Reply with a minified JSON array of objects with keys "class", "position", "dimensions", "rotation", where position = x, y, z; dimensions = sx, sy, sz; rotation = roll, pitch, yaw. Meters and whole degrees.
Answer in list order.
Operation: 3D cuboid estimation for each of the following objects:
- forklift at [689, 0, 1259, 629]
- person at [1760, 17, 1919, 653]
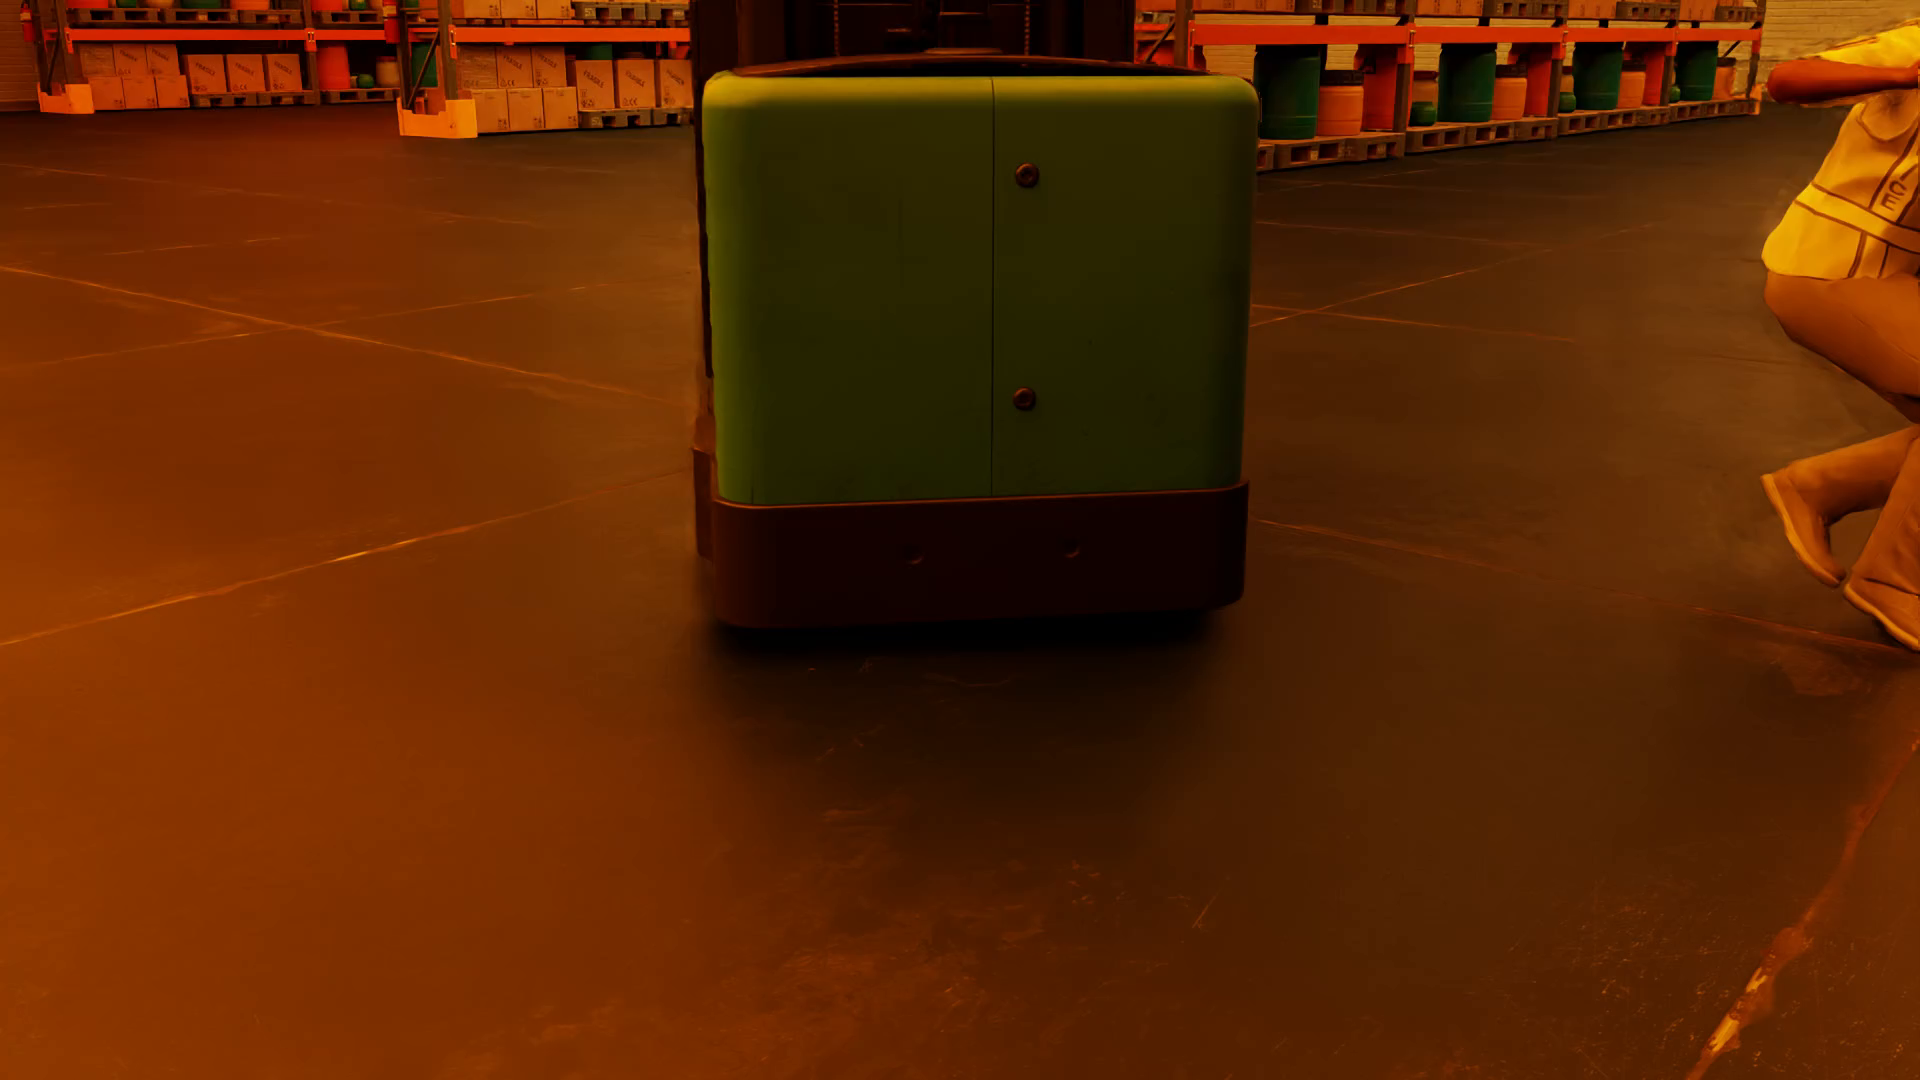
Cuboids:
[{"class":"forklift","position":[-0.149,-1.617,4.223],"dimensions":[1.130,2.935,3.031],"rotation":[-2,17,-8]},{"class":"person","position":[1.948,-0.468,3.111],"dimensions":[0.690,1.397,0.973],"rotation":[-9,19,-28]}]
